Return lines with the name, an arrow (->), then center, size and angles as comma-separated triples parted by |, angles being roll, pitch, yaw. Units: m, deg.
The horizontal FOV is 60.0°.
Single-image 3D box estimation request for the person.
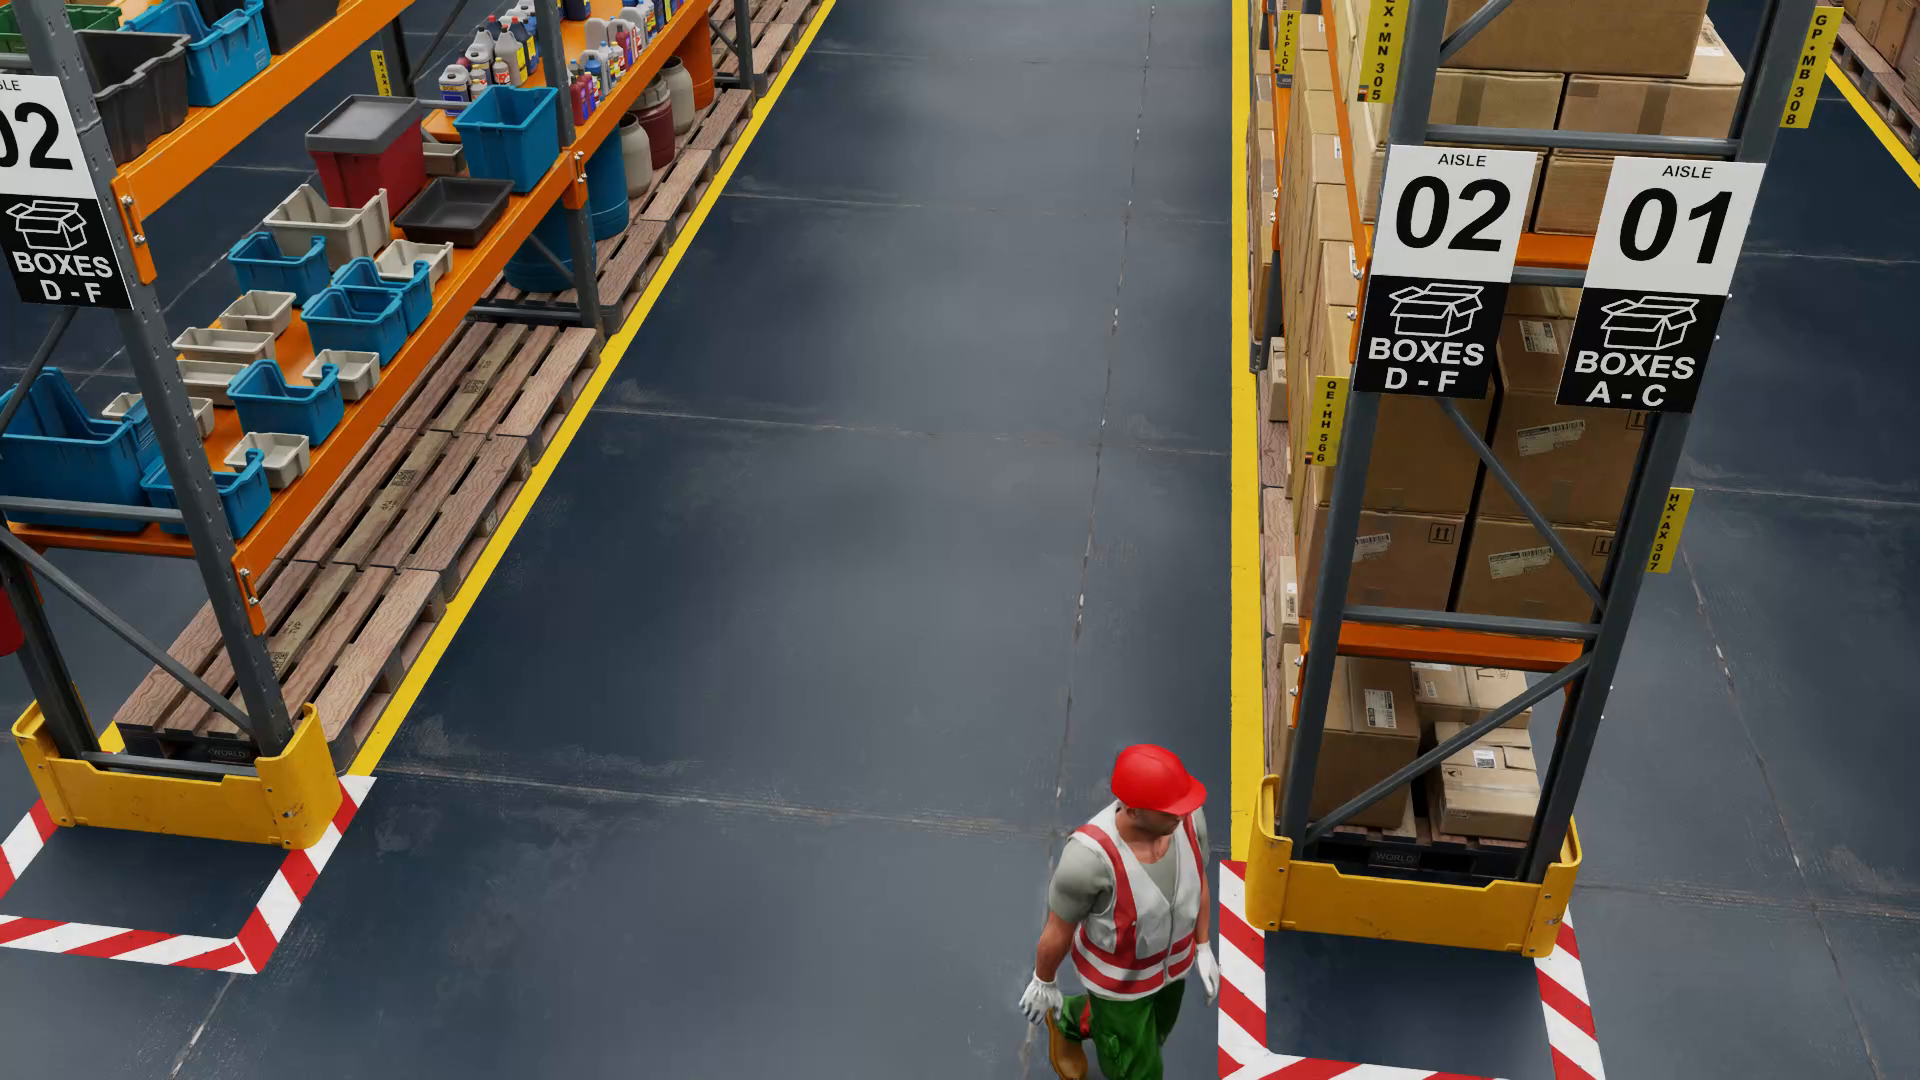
person -> 0.514, 1.335, 5.176 | 0.617, 1.763, 0.905 | -21, 41, -27
